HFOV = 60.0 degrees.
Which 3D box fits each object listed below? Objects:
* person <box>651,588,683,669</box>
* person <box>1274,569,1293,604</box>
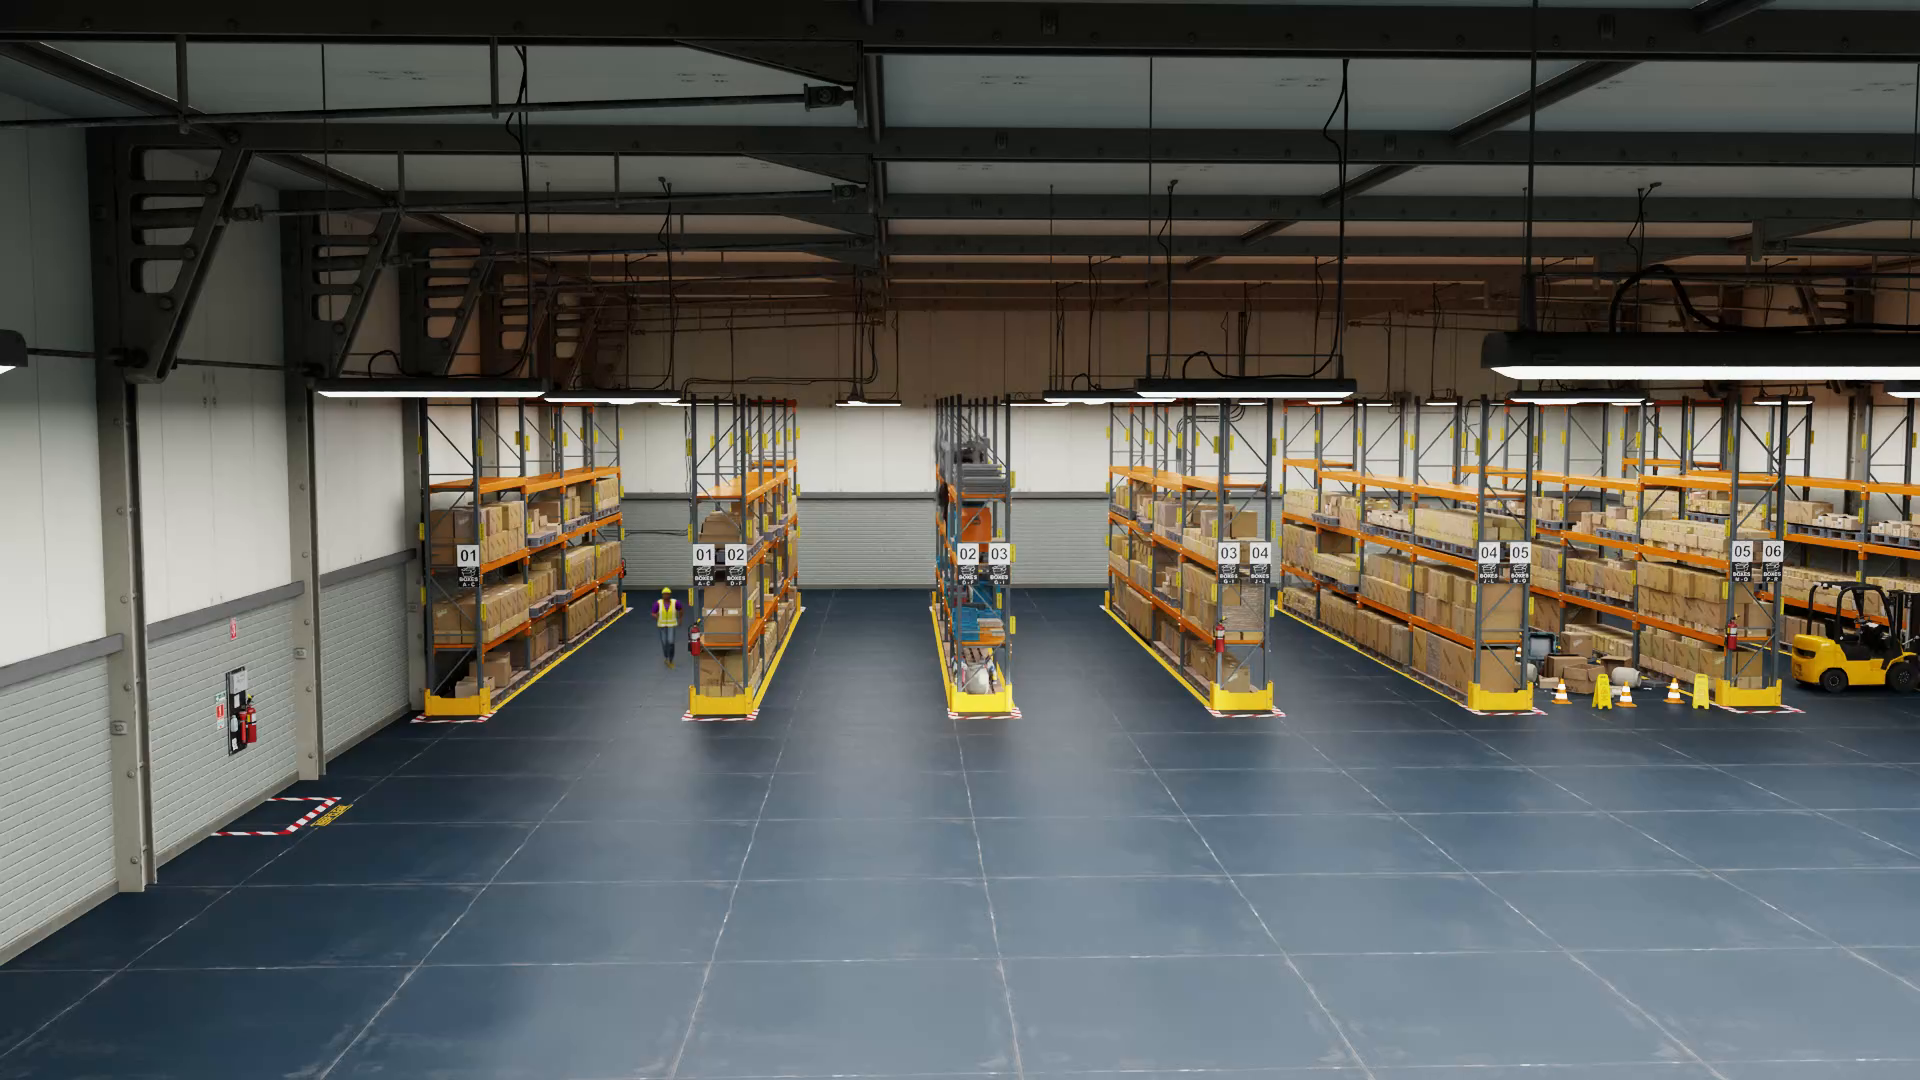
[{"bbox_3d":[-6.504,1.959,36.847,0.680,1.825,0.759,0,4,-2],"label":"person"},{"bbox_3d":[9.646,1.010,48.866,0.842,1.764,0.725,-1,5,-18],"label":"person"}]
